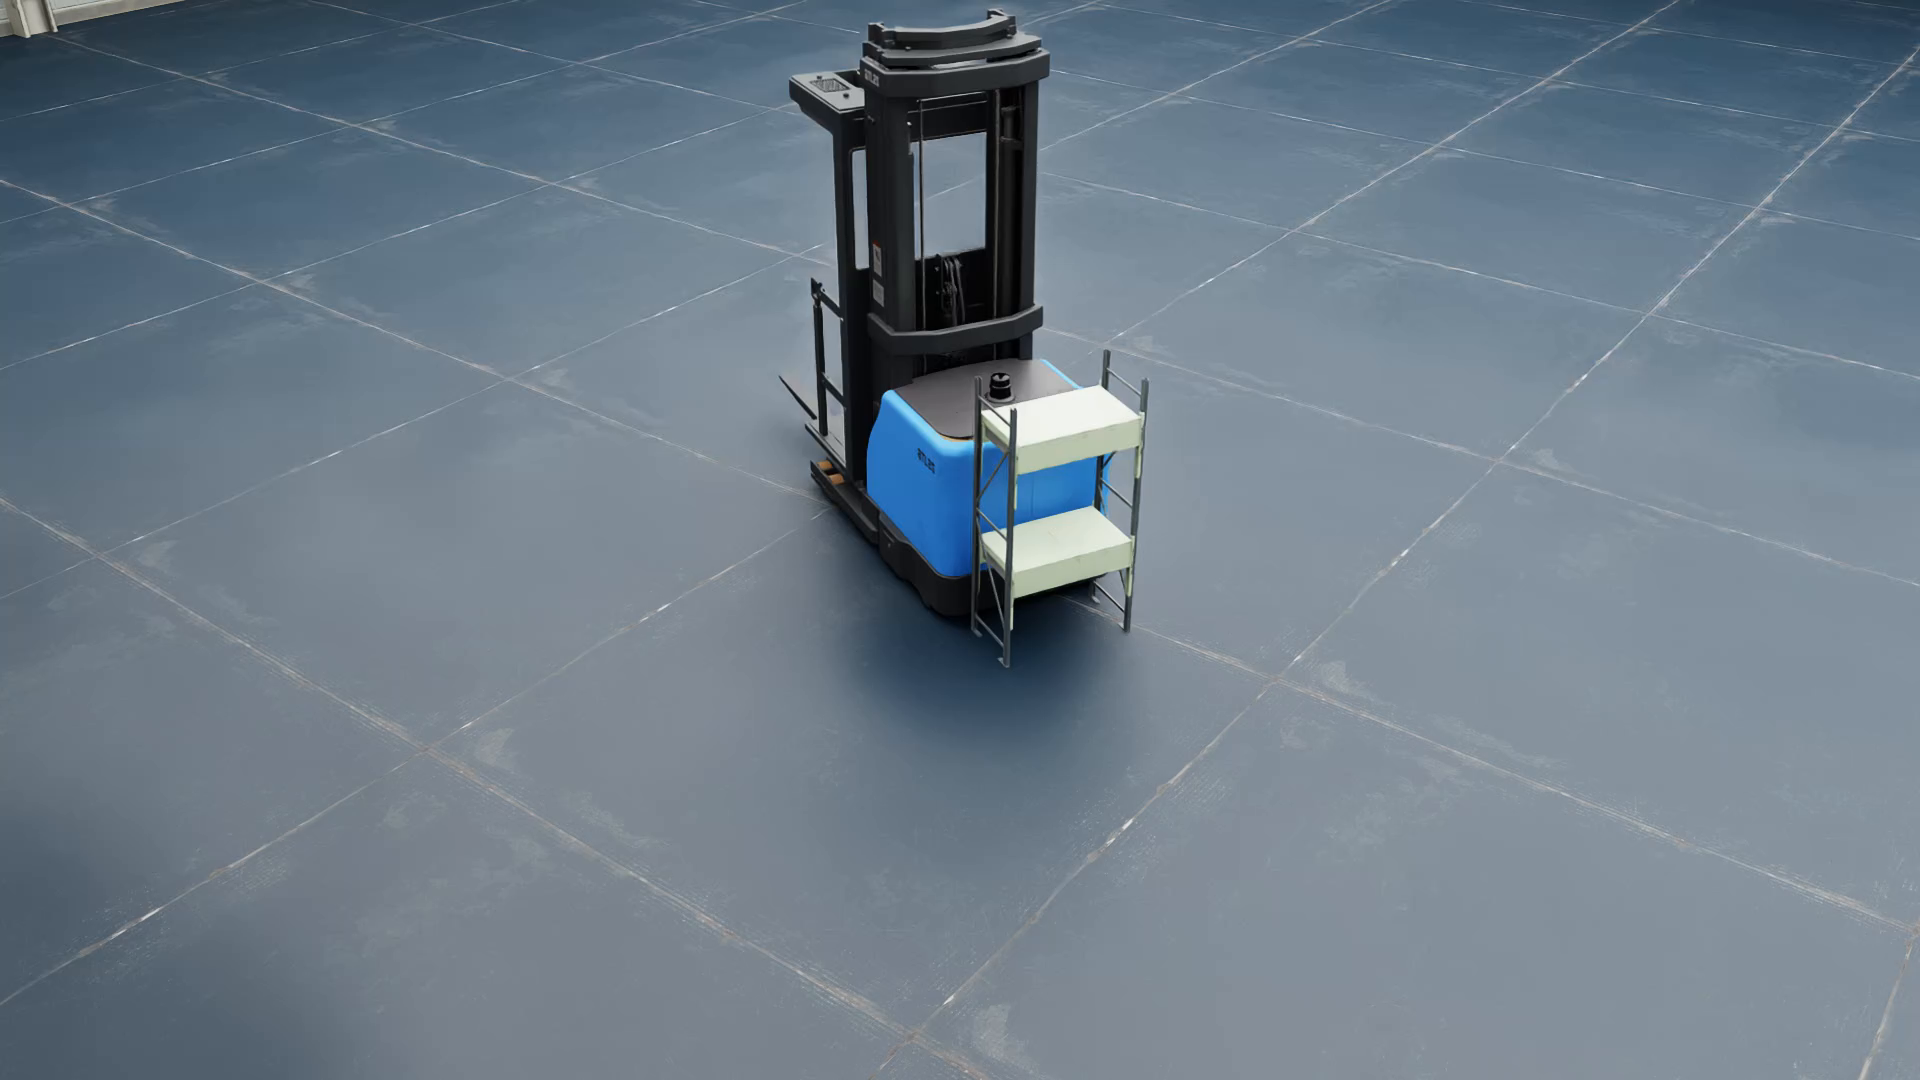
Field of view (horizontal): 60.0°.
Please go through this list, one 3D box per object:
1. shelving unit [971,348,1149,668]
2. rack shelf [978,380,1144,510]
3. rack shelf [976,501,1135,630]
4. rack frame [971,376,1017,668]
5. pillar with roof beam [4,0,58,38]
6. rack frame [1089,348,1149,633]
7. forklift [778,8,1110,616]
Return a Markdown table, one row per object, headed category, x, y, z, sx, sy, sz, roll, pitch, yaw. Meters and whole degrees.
| category | x | y | z | sx | sy | sz | roll | pitch | yaw |
| --- | --- | --- | --- | --- | --- | --- | --- | --- | --- |
| shelving unit | 0.492 | -0.153 | 8.527 | 0.755 | 1.500 | 0.431 | -14 | 35 | -23 |
| rack shelf | 0.496 | -0.485 | 8.322 | 0.720 | 0.370 | 0.431 | -14 | 35 | -23 |
| rack shelf | 0.489 | 0.124 | 8.699 | 0.720 | 0.370 | 0.431 | -14 | 35 | -23 |
| rack frame | 0.165 | -0.069 | 8.386 | 0.023 | 1.500 | 0.400 | -14 | 35 | -23 |
| pillar with roof beam | -7.742 | -8.681 | 15.572 | 9.100 | 9.000 | 0.400 | 21 | 37 | 31 |
| rack frame | 0.819 | -0.237 | 8.669 | 0.023 | 1.500 | 0.400 | -14 | 35 | -23 |
| forklift | -0.270 | -1.584 | 9.549 | 1.130 | 2.935 | 3.031 | -14 | 33 | -22 |
